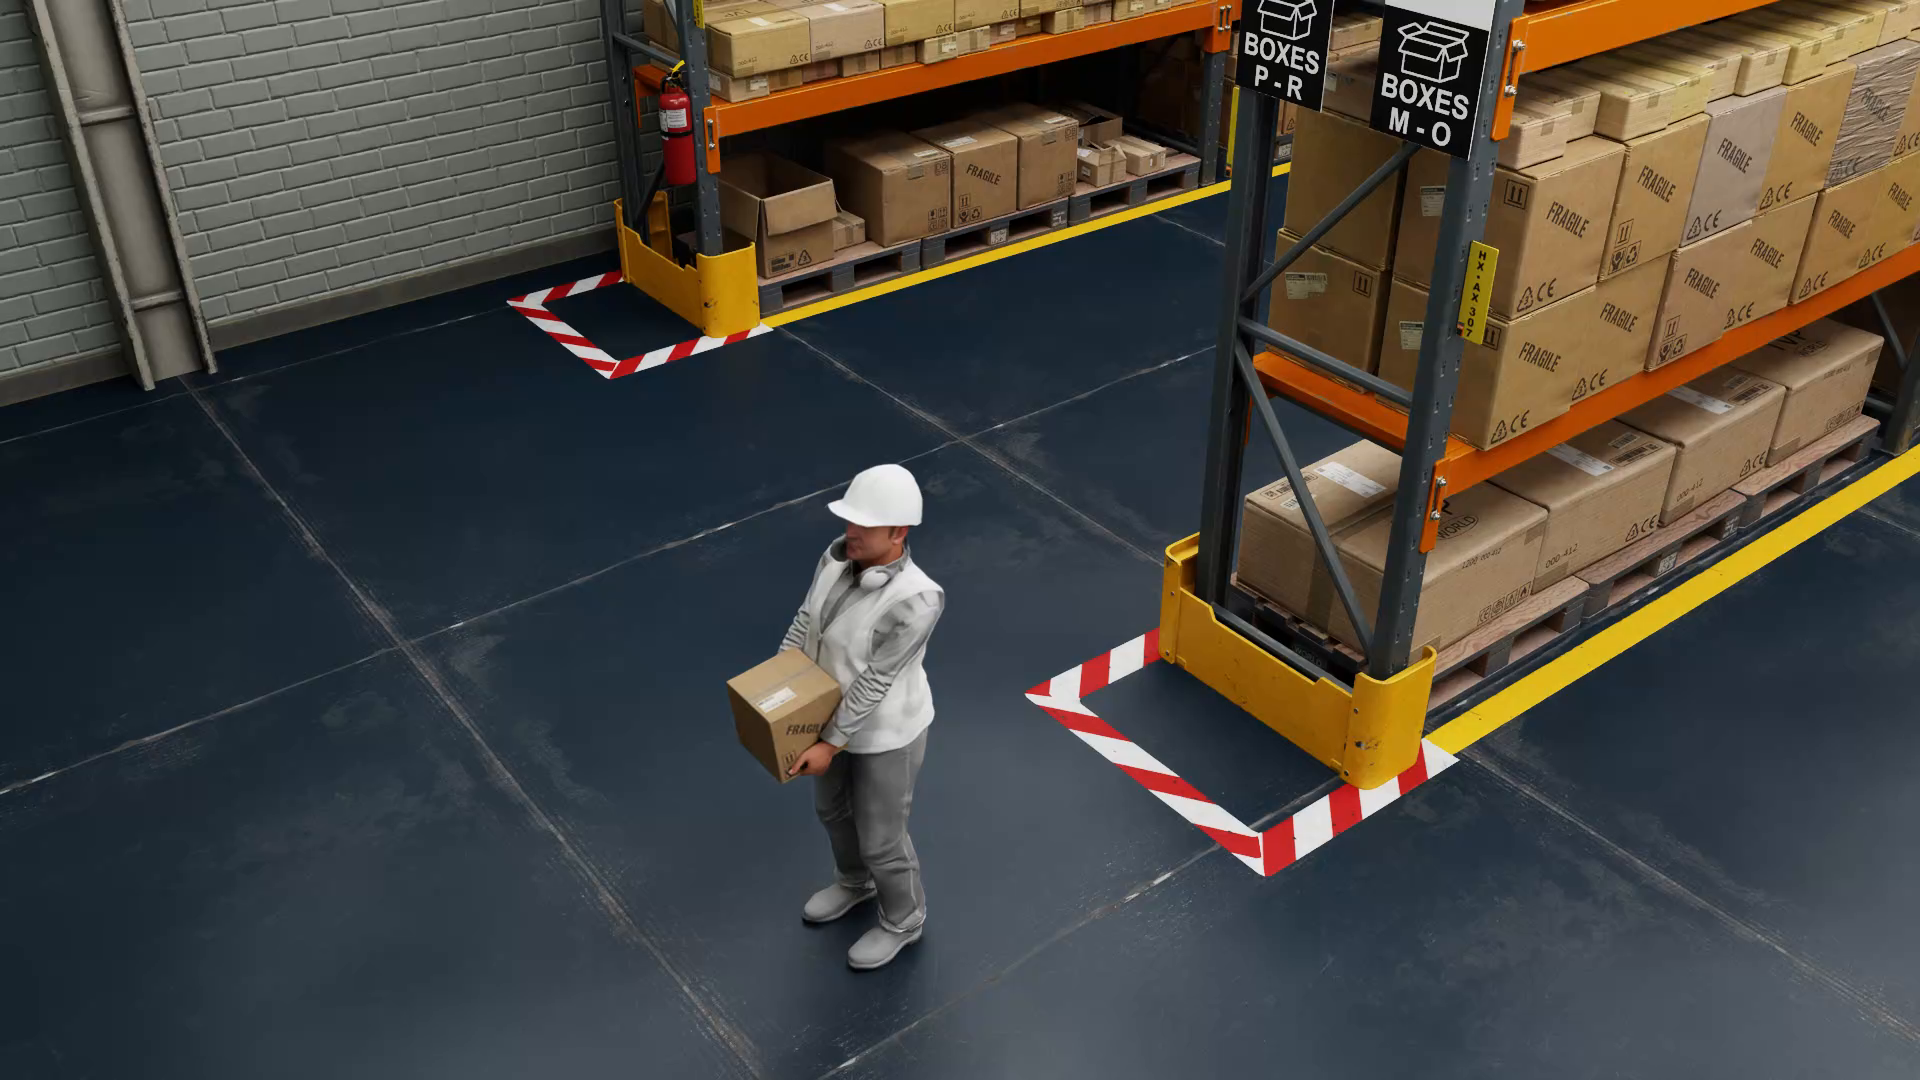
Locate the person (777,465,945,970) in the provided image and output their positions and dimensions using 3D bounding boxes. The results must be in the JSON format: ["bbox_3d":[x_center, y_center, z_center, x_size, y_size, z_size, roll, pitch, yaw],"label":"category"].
[{"bbox_3d":[-0.354,0.591,5.173,0.554,1.762,0.494,-22,38,-31],"label":"person"}]
